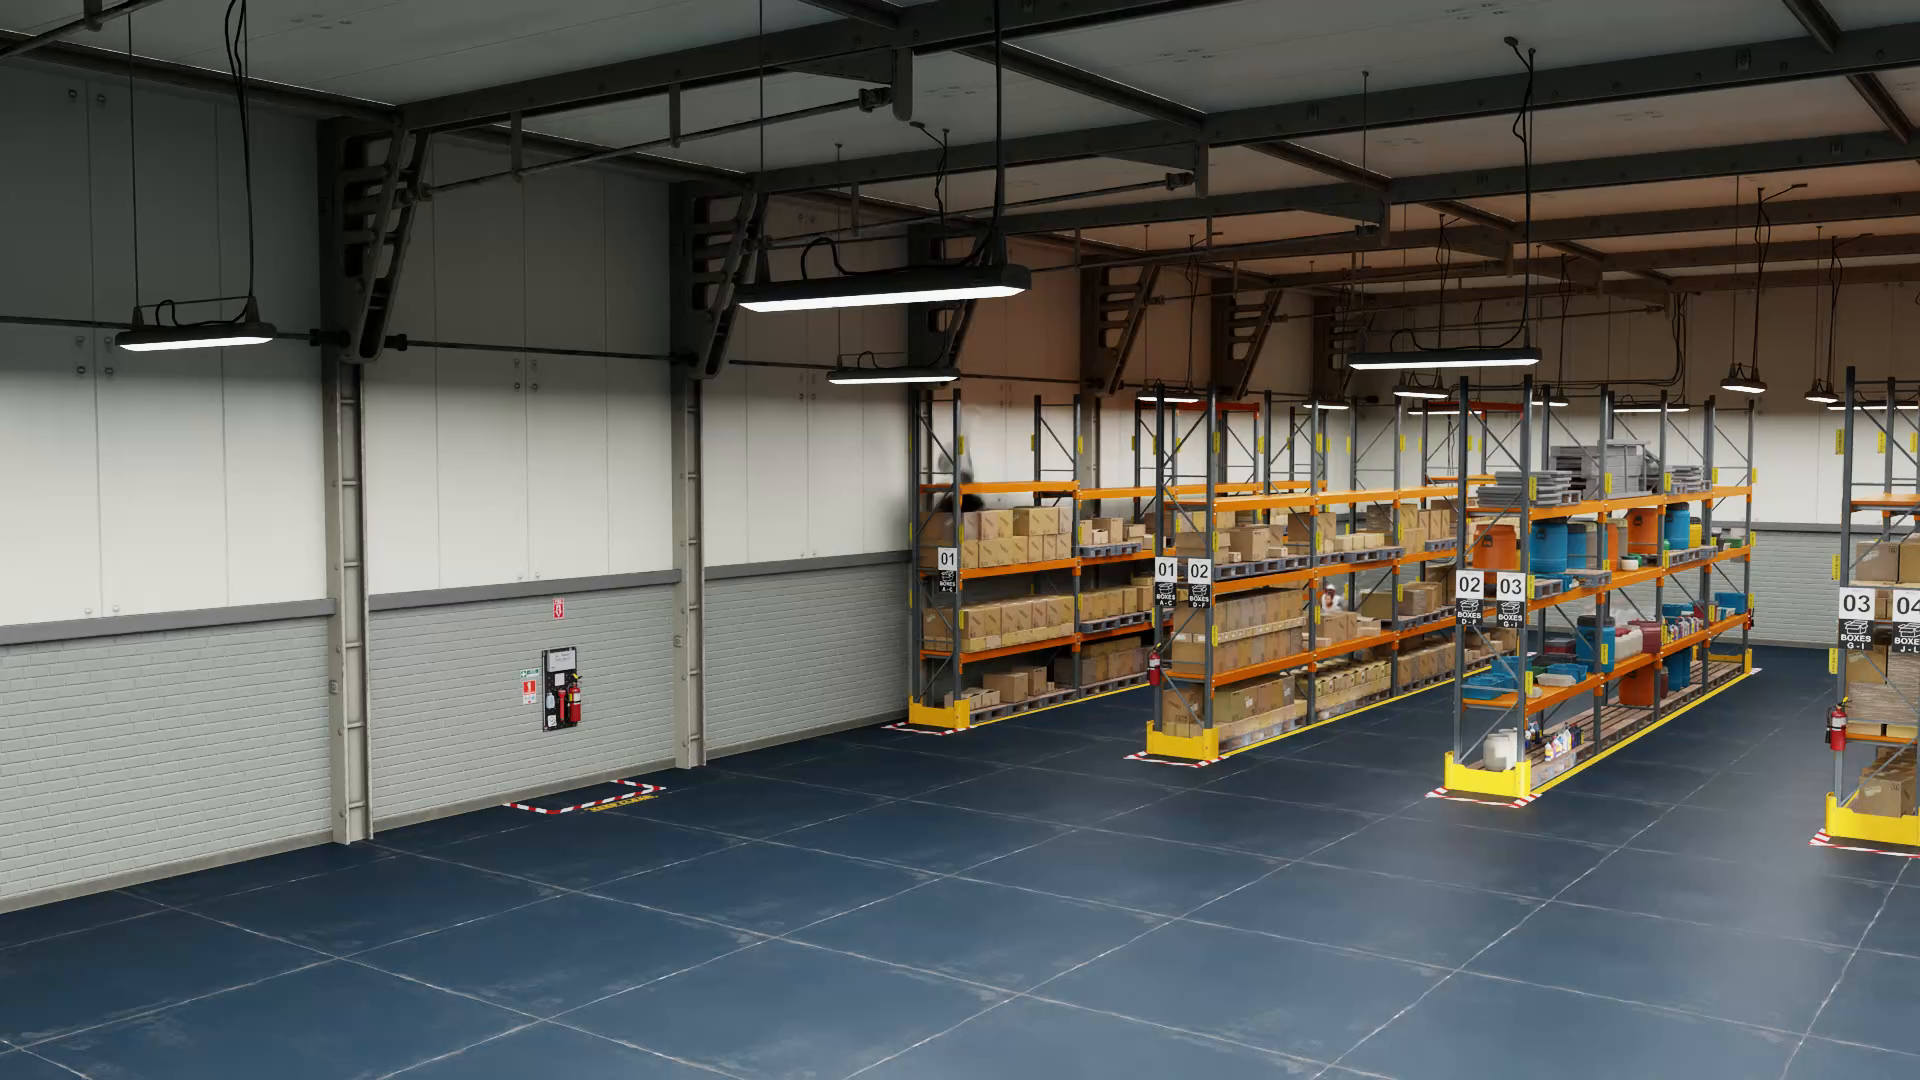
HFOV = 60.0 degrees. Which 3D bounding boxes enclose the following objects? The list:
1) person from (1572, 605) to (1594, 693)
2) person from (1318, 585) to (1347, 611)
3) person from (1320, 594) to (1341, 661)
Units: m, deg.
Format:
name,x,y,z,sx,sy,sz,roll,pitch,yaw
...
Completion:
name,x,y,z,sx,sy,sz,roll,pitch,yaw
person,12.802,2.205,33.935,0.711,1.765,0.880,3,4,39
person,8.737,1.915,39.050,0.705,1.749,0.752,2,4,30
person,8.377,2.039,37.706,0.544,1.624,0.636,2,4,30
